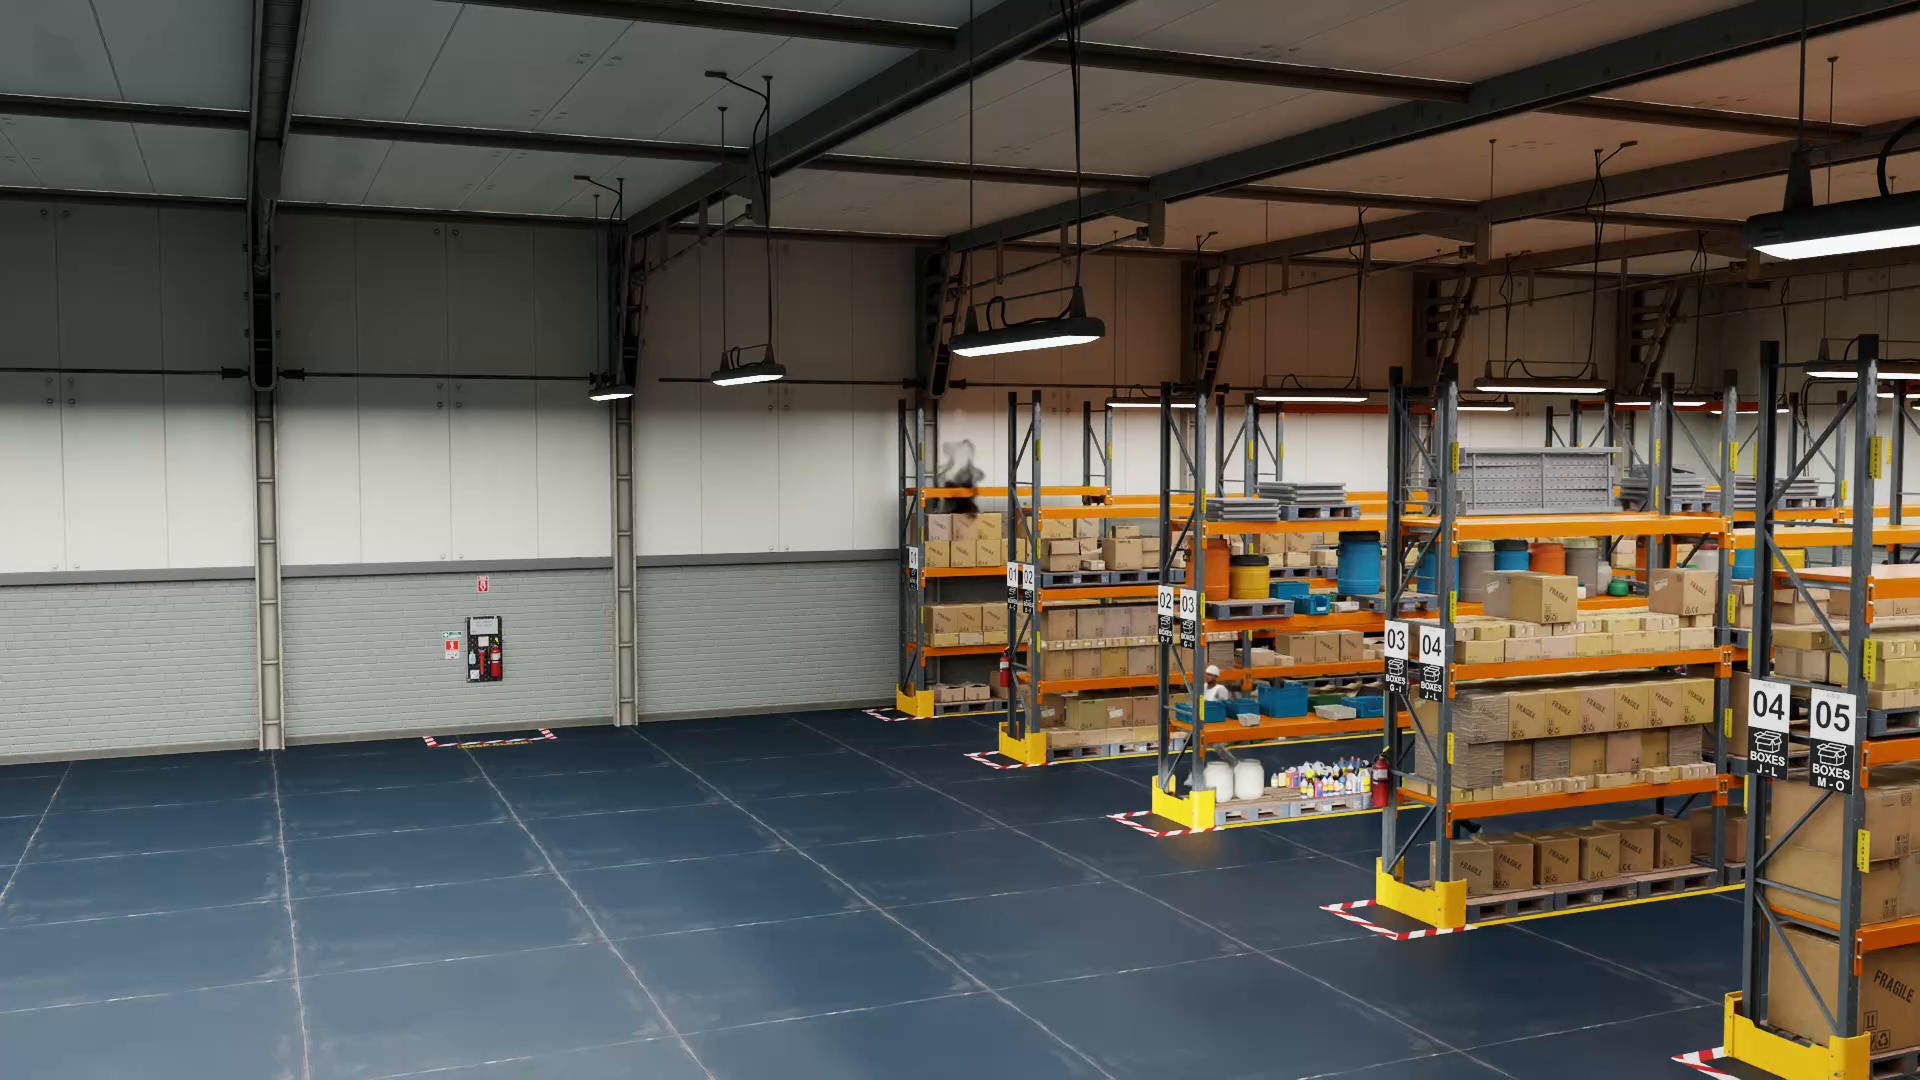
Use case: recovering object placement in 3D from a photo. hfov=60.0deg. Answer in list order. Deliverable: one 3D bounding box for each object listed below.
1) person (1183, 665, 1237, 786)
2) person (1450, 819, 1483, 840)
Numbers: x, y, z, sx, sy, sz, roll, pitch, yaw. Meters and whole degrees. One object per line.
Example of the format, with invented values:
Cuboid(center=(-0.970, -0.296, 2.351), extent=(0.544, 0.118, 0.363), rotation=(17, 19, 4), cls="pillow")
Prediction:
Cuboid(center=(3.761, 2.774, 25.030), extent=(0.955, 1.777, 0.680), rotation=(-3, 4, -37), cls="person")
Cuboid(center=(6.261, 3.165, 20.696), extent=(0.819, 1.561, 0.552), rotation=(-2, 4, -30), cls="person")
